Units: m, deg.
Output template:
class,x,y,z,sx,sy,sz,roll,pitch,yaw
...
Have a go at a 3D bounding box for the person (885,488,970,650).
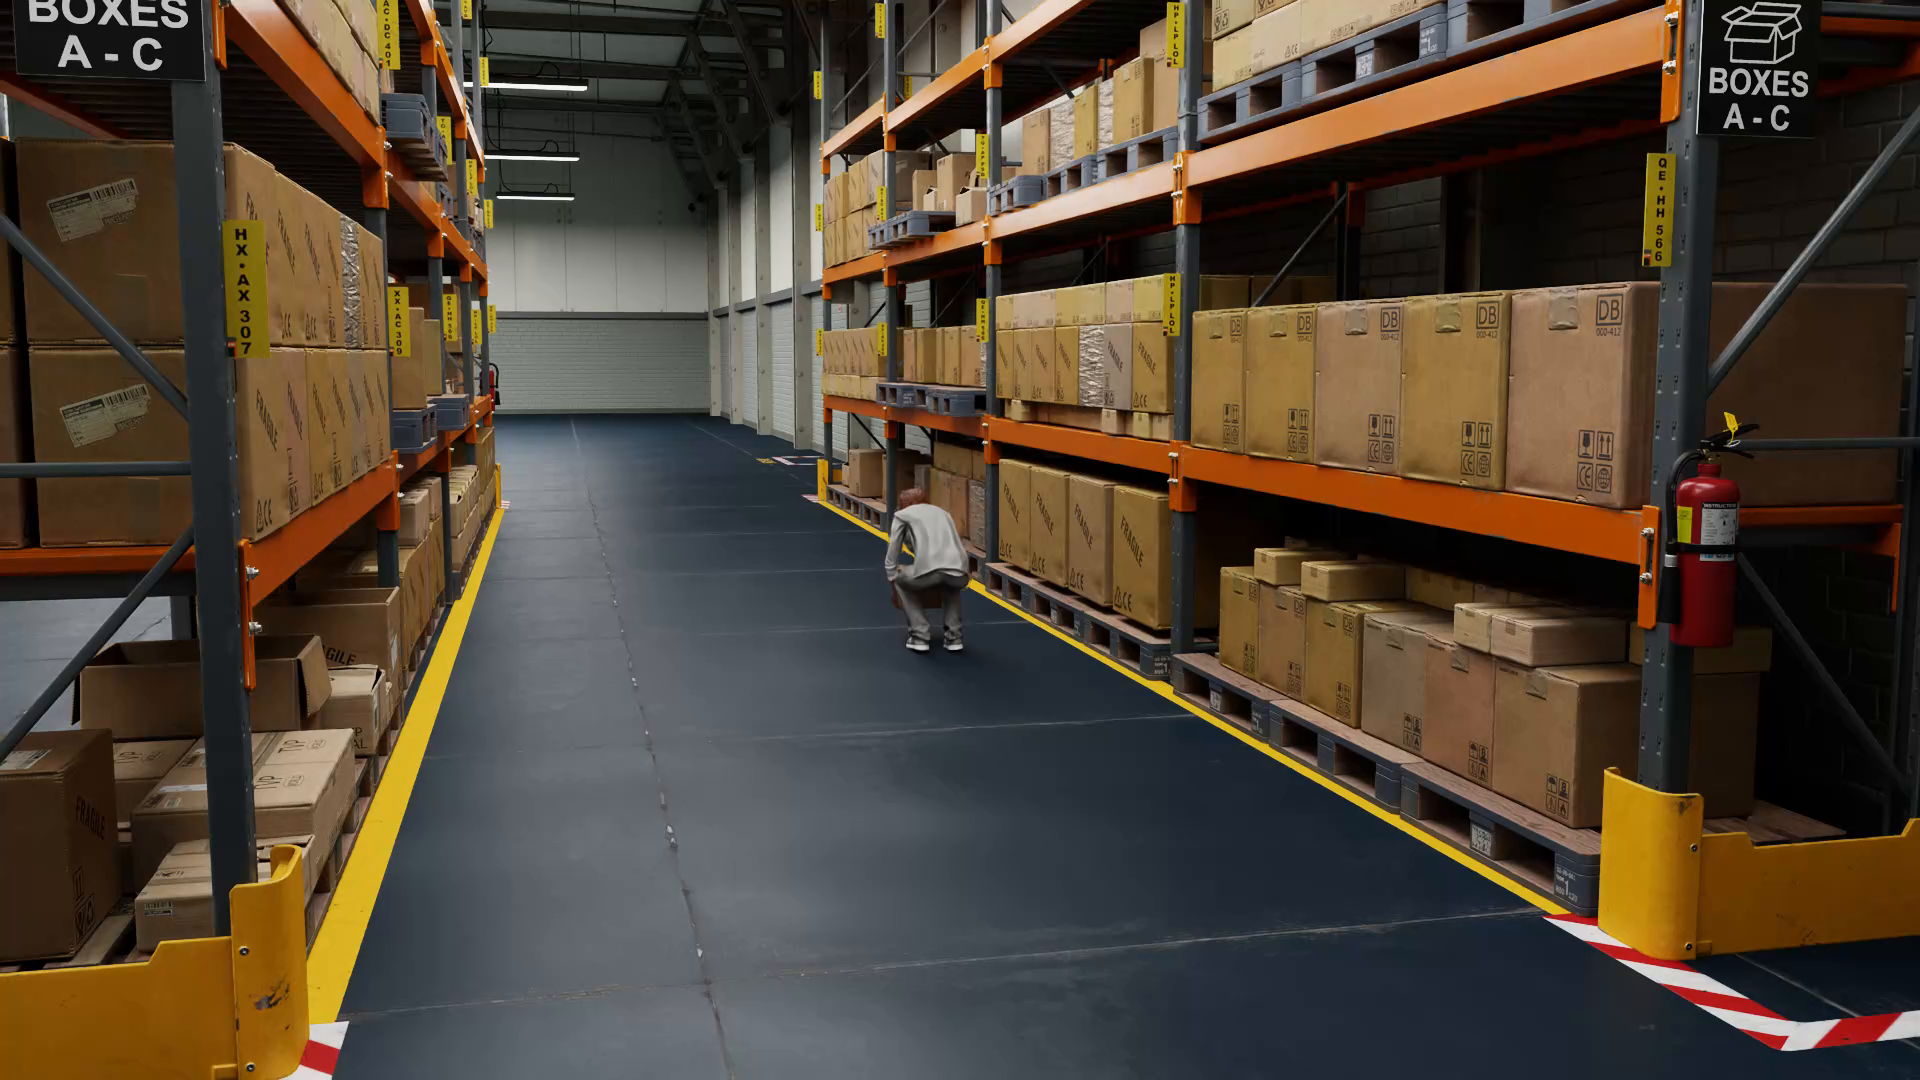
class,x,y,z,sx,sy,sz,roll,pitch,yaw
person,-0.196,0.183,10.121,0.452,0.961,0.782,-1,6,-13
